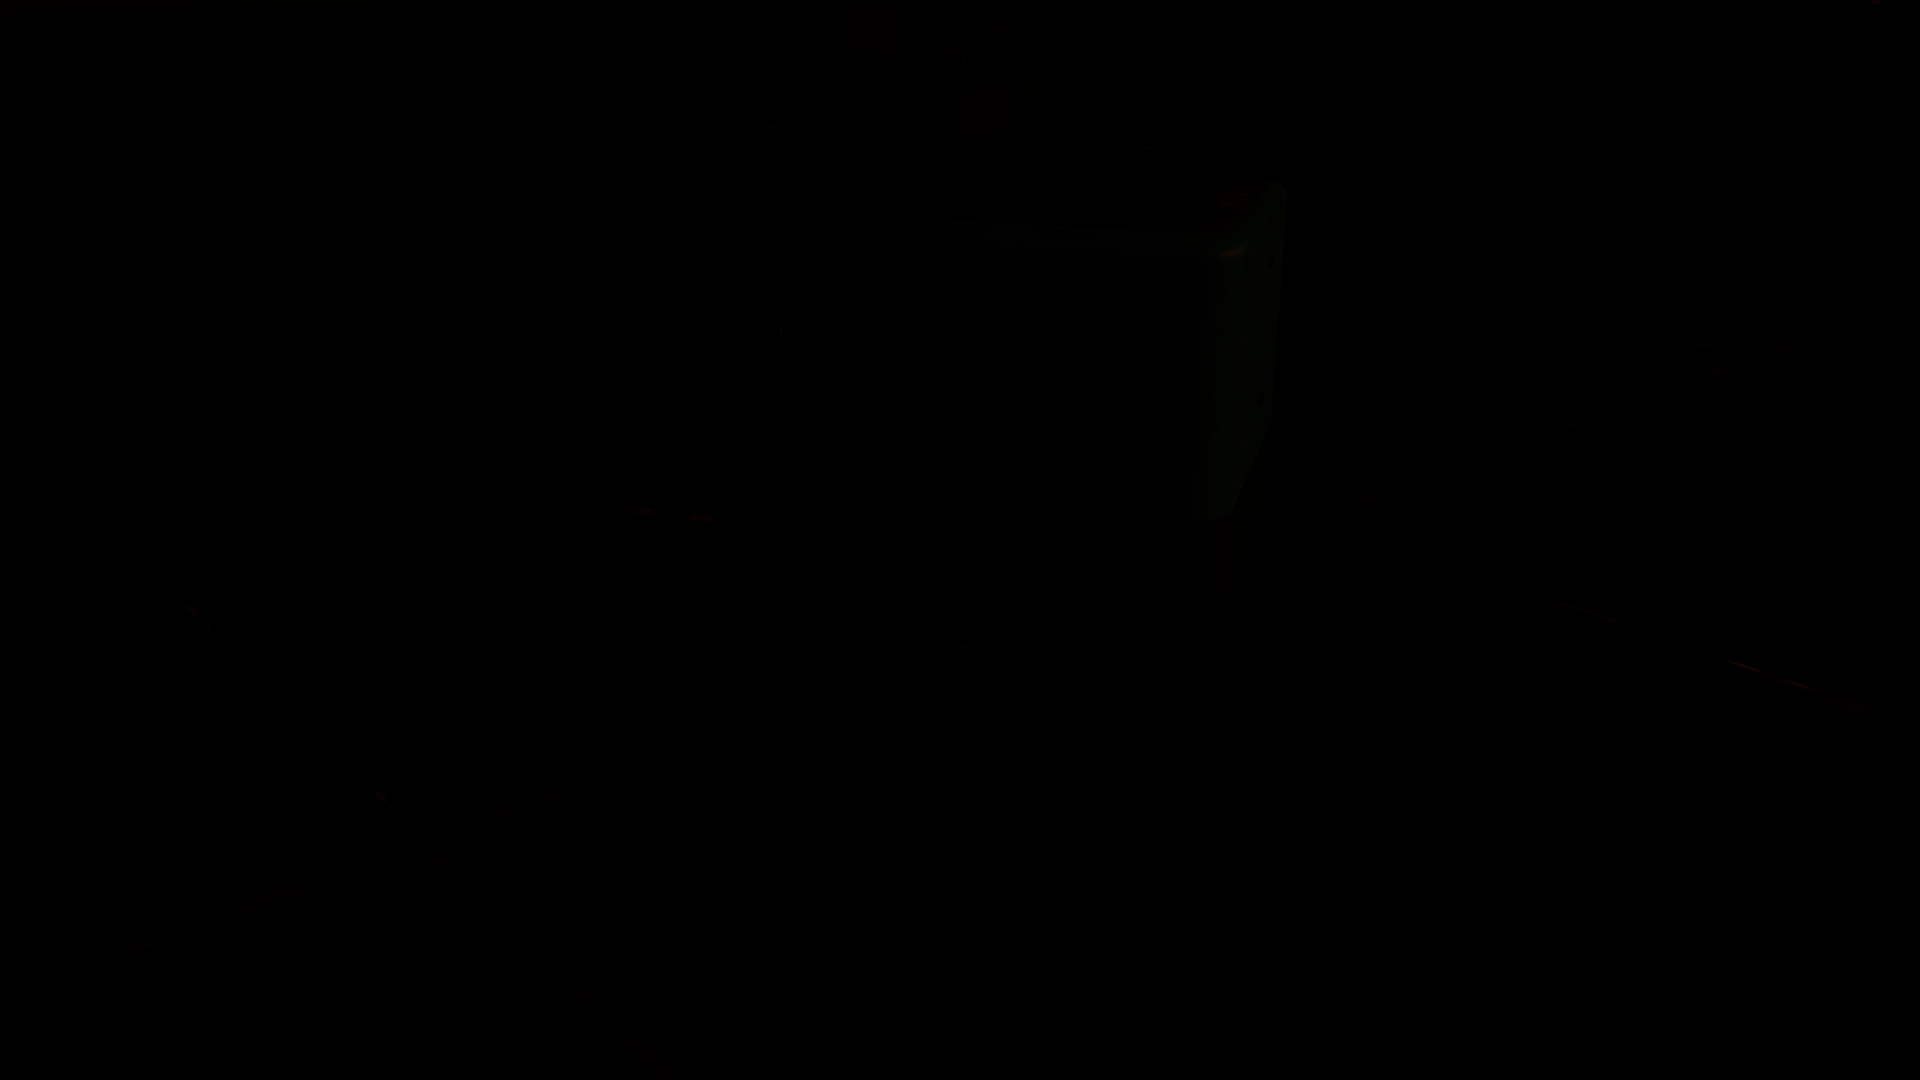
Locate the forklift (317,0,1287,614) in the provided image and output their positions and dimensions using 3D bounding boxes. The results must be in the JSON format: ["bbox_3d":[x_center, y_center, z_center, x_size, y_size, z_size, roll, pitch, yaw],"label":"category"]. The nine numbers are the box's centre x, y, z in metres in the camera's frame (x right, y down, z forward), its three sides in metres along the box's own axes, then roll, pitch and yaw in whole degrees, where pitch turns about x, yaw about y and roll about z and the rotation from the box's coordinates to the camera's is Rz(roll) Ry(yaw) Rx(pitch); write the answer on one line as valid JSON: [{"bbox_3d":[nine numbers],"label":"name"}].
[{"bbox_3d":[-0.573,-1.457,4.888,3.031,2.935,1.130,7,23,16],"label":"forklift"}]
